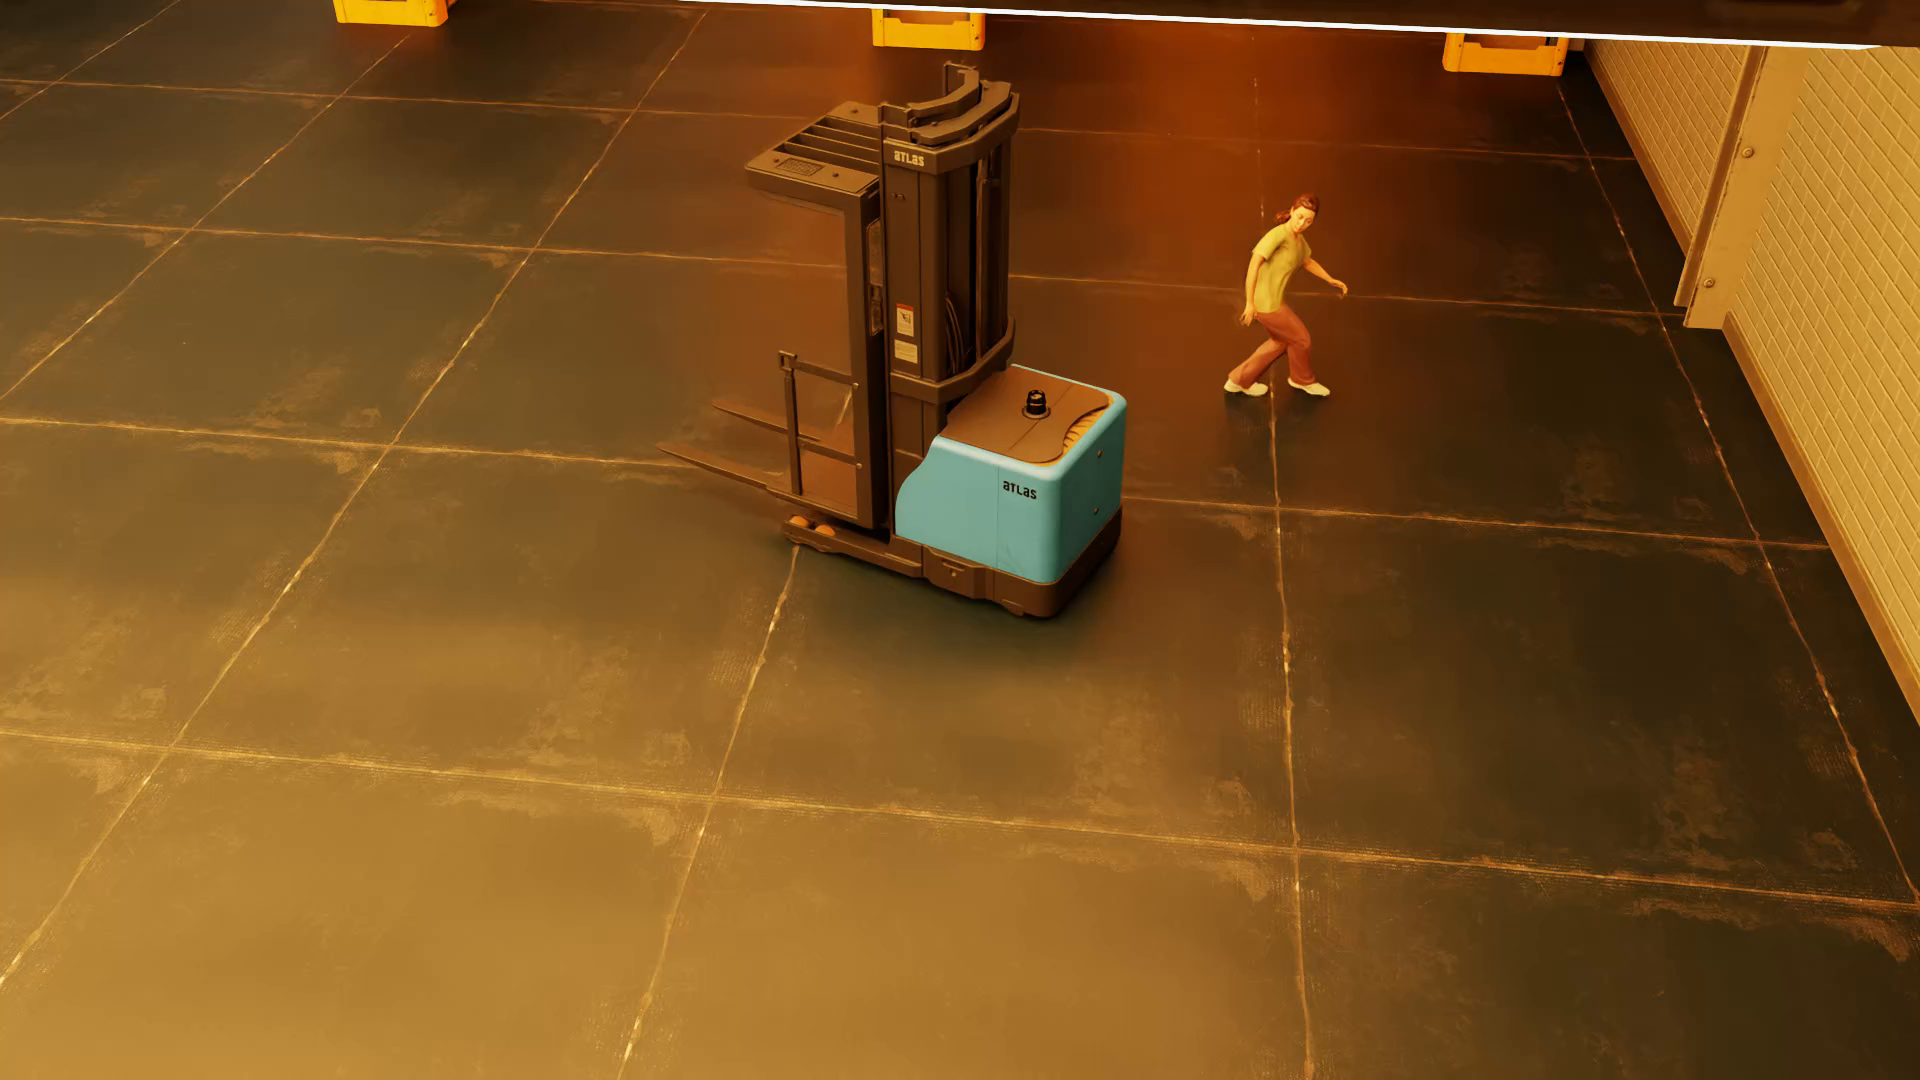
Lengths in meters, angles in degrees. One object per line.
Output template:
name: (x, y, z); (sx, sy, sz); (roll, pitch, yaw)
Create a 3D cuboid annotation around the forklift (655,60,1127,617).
forklift: (-0.532, -1.357, 9.871); (3.031, 2.935, 1.130); (18, 40, 23)

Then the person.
person: (2.255, -1.603, 11.401); (0.754, 1.538, 0.706); (8, 37, 10)
